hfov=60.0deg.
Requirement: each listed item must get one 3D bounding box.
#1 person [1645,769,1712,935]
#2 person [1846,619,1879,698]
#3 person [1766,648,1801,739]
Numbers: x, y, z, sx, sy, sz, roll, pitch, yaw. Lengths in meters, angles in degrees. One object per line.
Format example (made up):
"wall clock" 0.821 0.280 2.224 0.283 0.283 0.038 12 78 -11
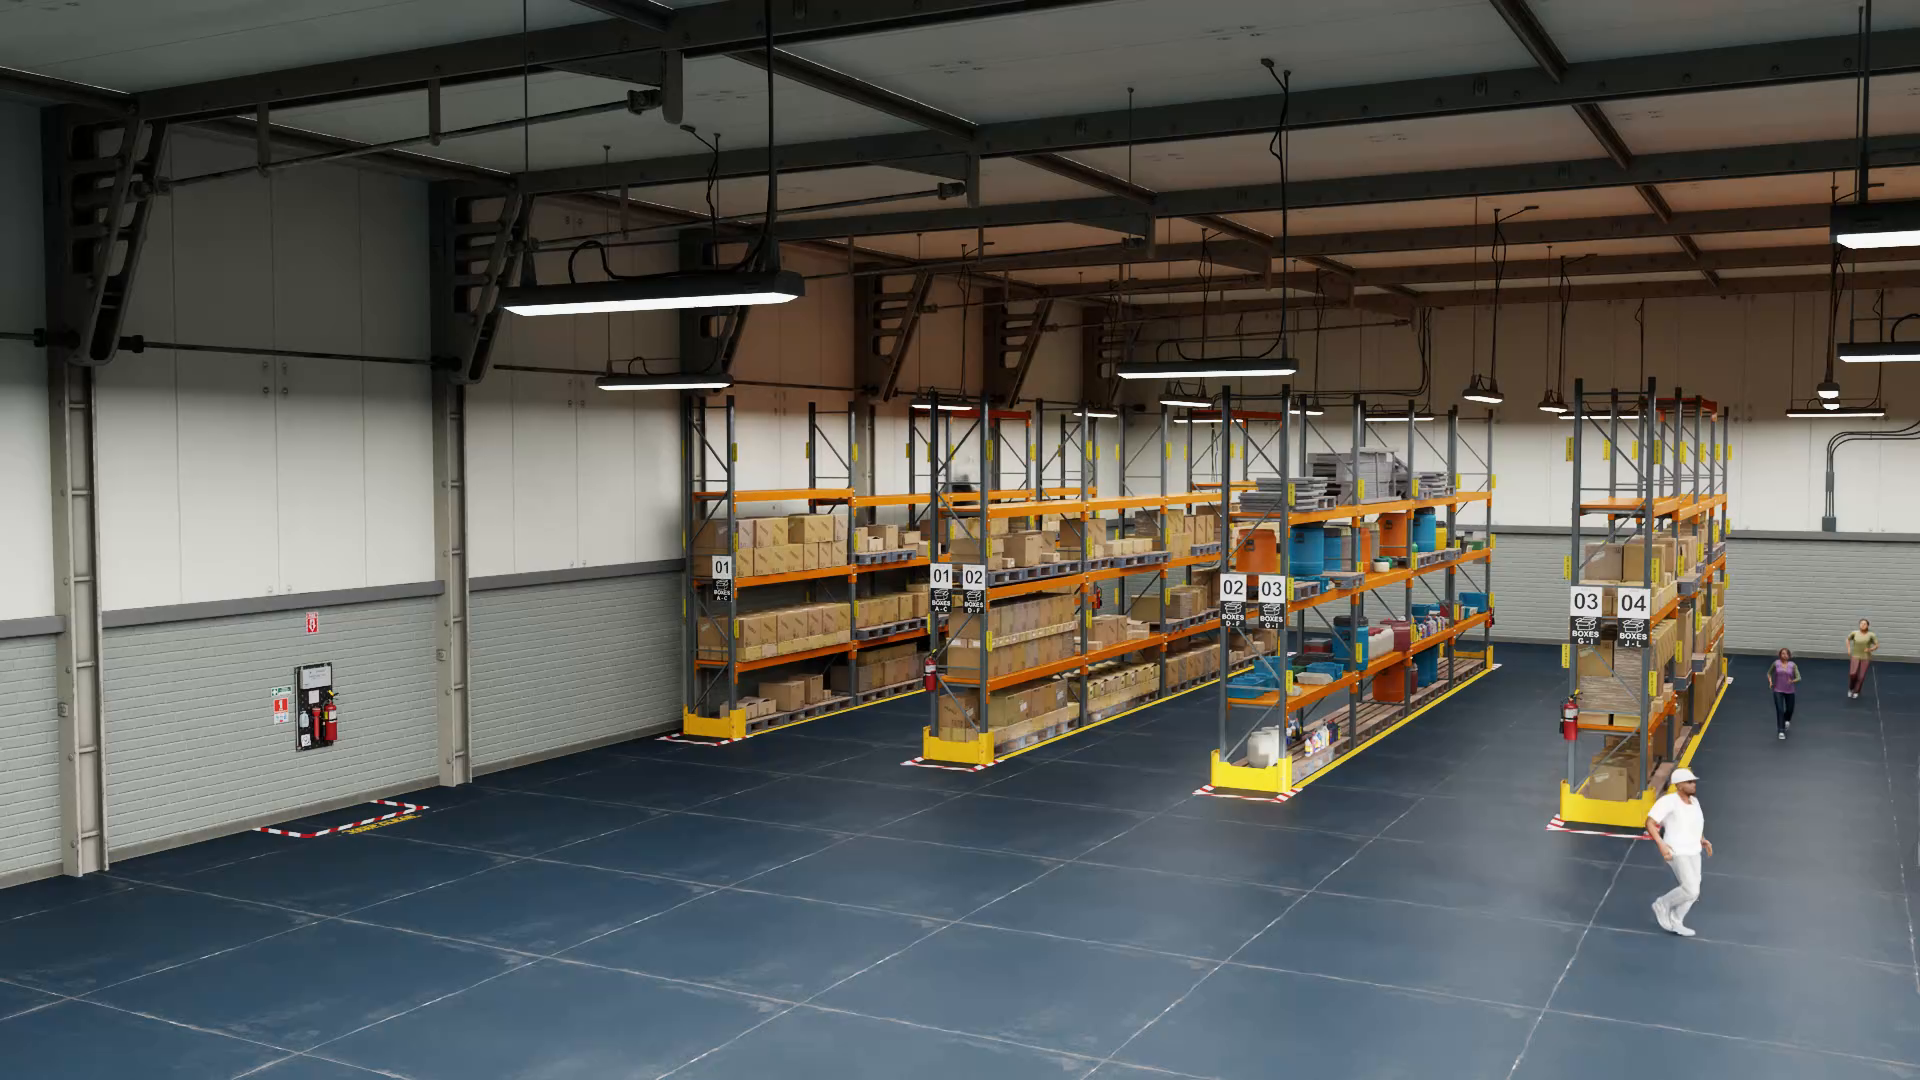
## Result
"person" 7.474 3.229 17.223 0.704 1.725 0.524 -2 3 -30
"person" 18.239 2.394 33.635 0.609 1.583 0.562 2 4 32
"person" 14.460 2.681 29.210 0.548 1.556 0.805 1 3 24
